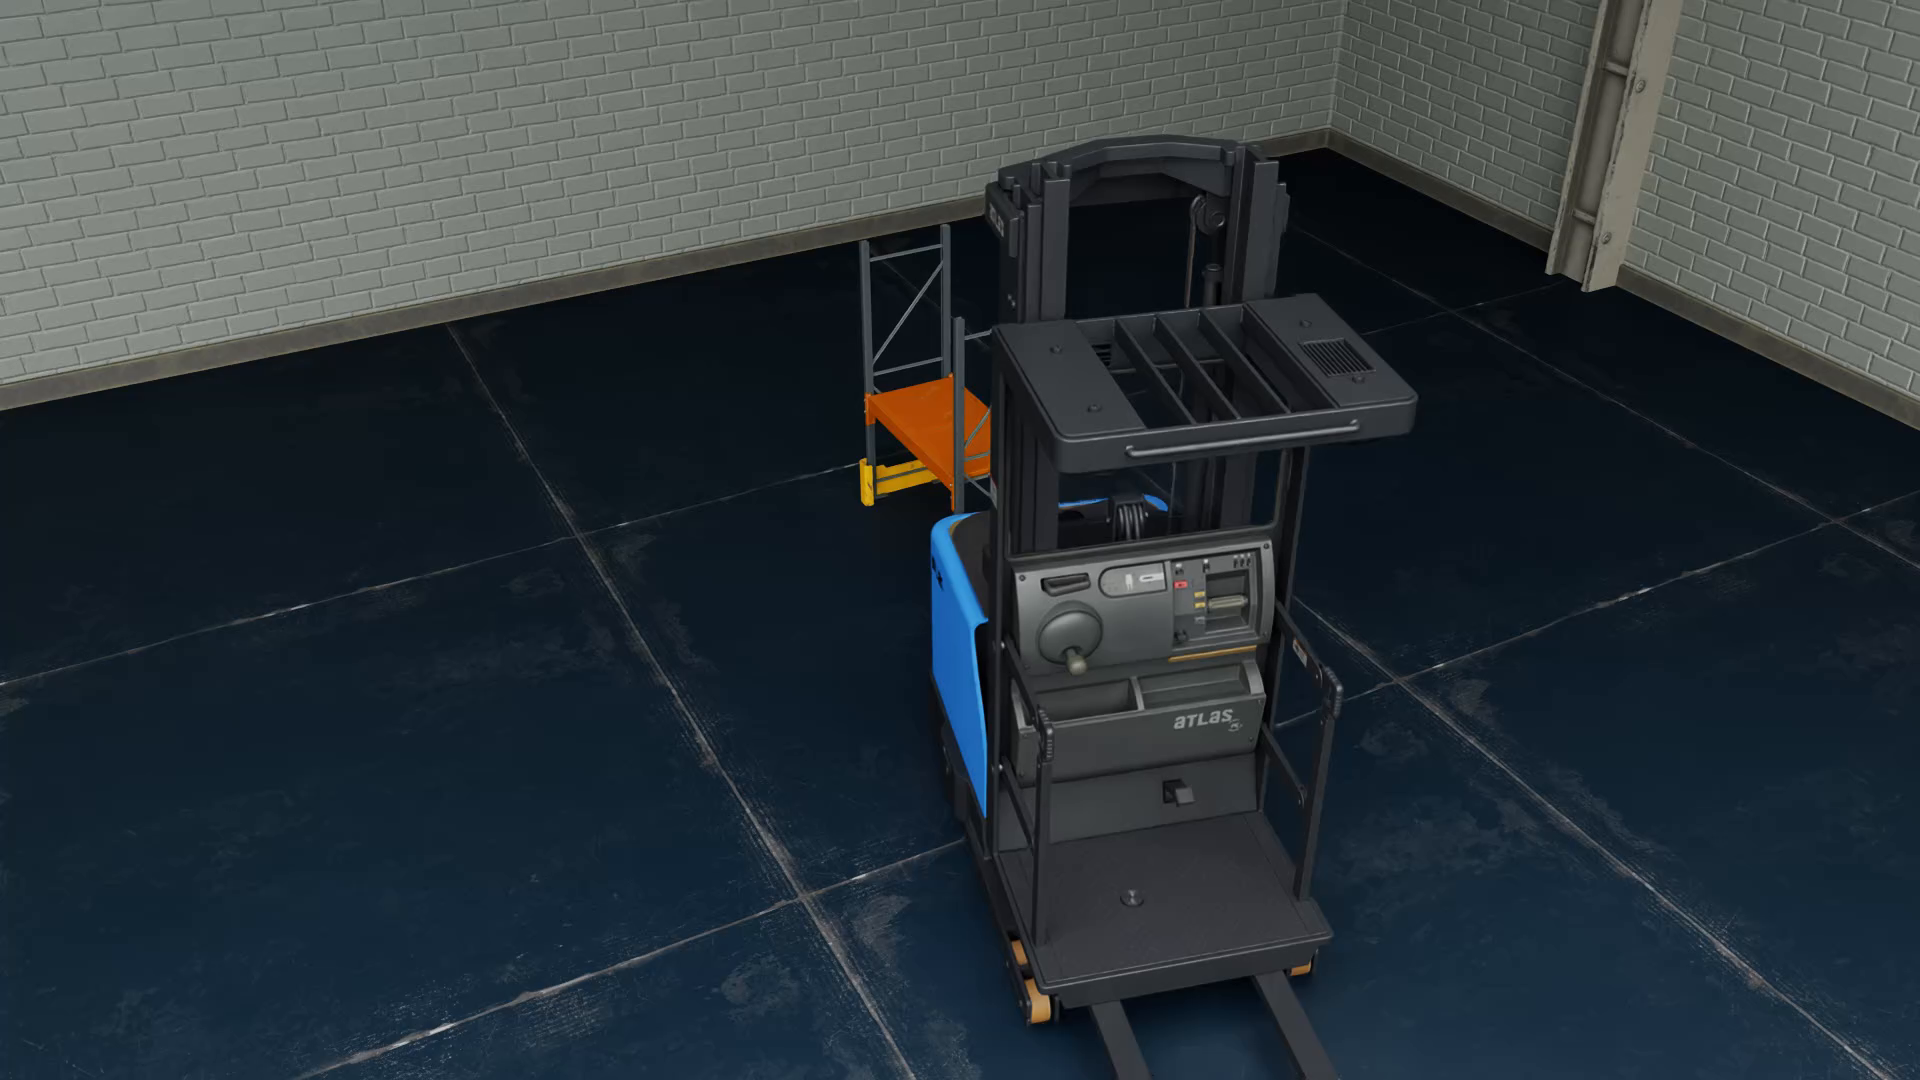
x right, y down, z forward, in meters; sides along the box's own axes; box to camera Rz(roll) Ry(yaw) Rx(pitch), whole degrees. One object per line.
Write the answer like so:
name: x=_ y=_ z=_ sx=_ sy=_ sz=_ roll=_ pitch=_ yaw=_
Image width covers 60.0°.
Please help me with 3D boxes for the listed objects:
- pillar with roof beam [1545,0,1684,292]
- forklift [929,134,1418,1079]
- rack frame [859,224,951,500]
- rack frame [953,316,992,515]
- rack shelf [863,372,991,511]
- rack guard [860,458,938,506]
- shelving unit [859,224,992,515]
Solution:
pillar with roof beam: x=0.526 y=-4.535 z=7.486 sx=9.100 sy=9.000 sz=0.400 roll=-16 pitch=36 yaw=-23
forklift: x=0.696 y=0.288 z=5.584 sx=1.130 sy=2.935 sz=3.031 roll=-7 pitch=33 yaw=-11
rack frame: x=-0.277 y=-0.915 z=8.788 sx=0.500 sy=1.500 sz=0.032 roll=-16 pitch=36 yaw=-23
rack frame: x=0.197 y=-0.430 z=8.030 sx=0.500 sy=1.500 sz=0.032 roll=-16 pitch=36 yaw=-23
rack shelf: x=-0.040 y=-0.521 z=8.506 sx=0.538 sy=0.185 sz=1.000 roll=-16 pitch=36 yaw=-23
rack guard: x=-0.268 y=-0.379 z=9.110 sx=0.587 sy=0.250 sz=0.087 roll=-16 pitch=36 yaw=-23
shelving unit: x=-0.036 y=-0.668 z=8.402 sx=0.587 sy=1.500 sz=1.083 roll=-16 pitch=36 yaw=-23
